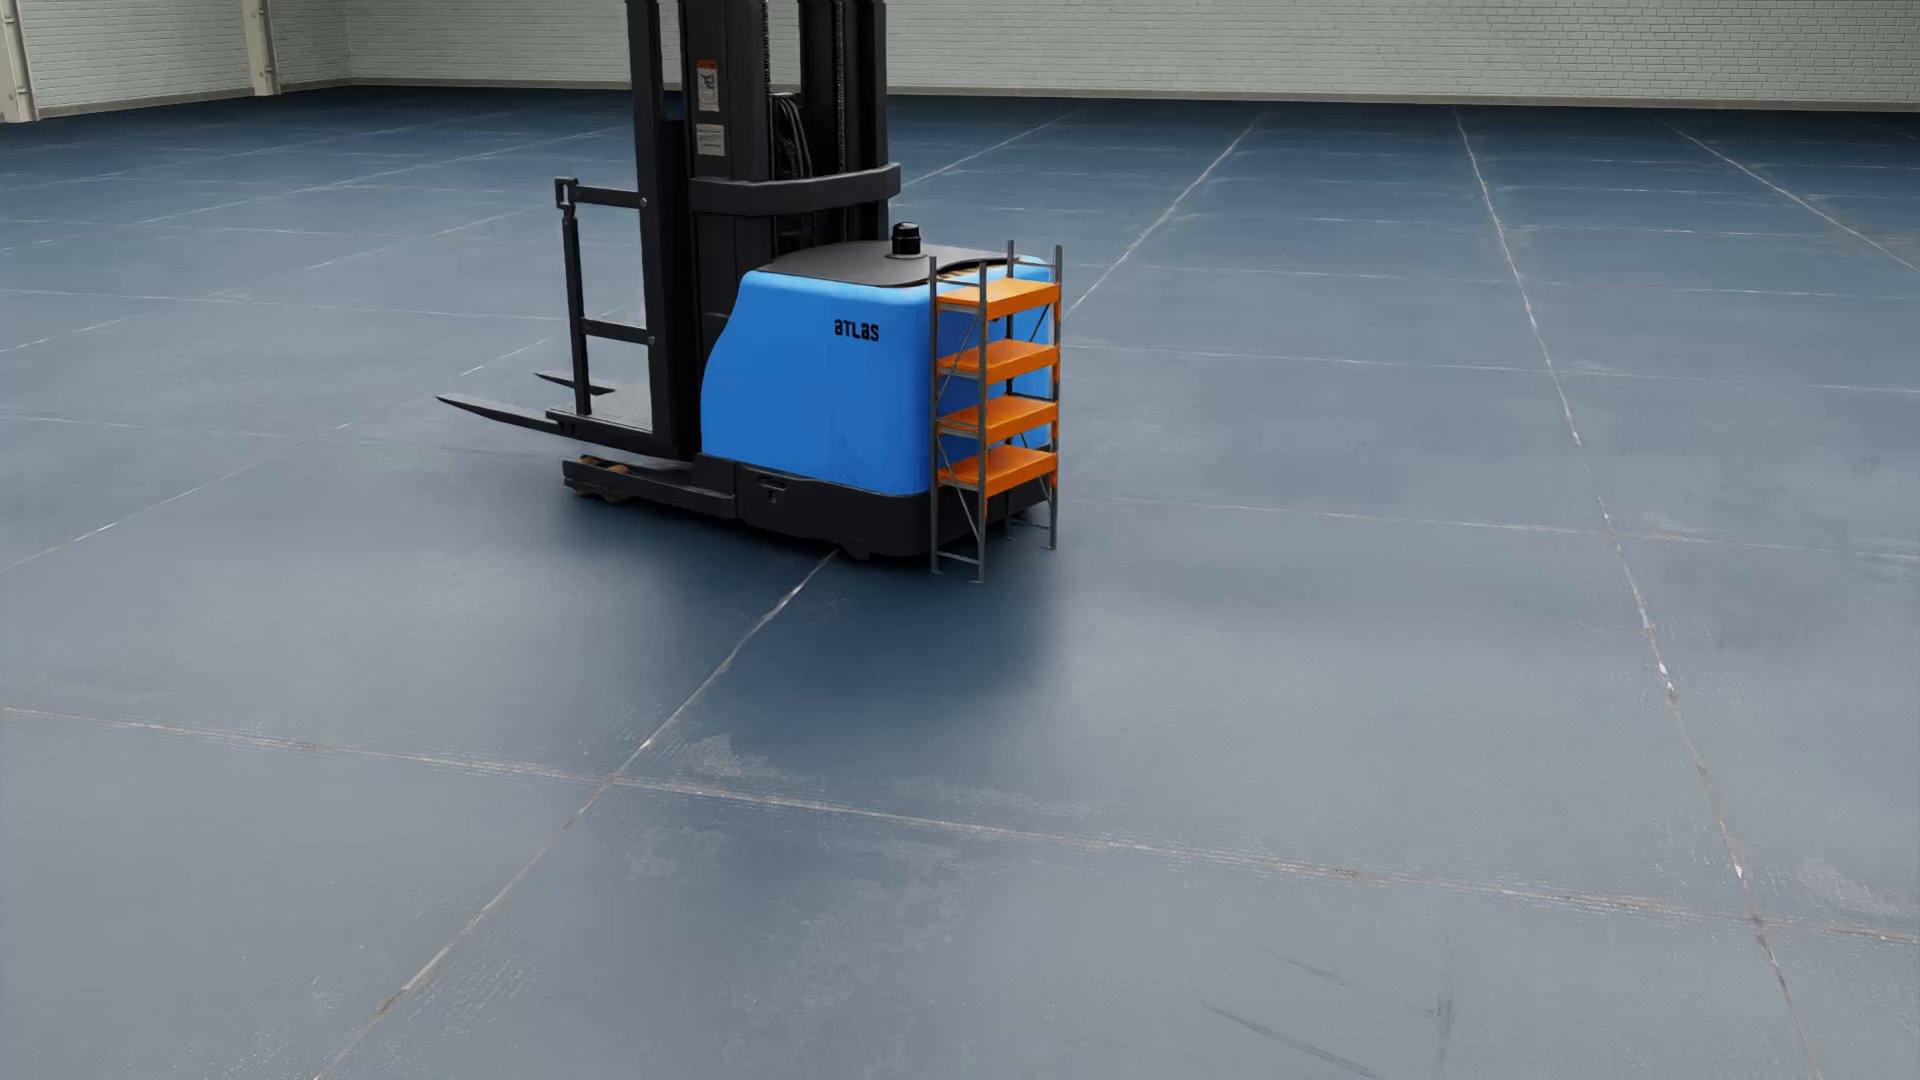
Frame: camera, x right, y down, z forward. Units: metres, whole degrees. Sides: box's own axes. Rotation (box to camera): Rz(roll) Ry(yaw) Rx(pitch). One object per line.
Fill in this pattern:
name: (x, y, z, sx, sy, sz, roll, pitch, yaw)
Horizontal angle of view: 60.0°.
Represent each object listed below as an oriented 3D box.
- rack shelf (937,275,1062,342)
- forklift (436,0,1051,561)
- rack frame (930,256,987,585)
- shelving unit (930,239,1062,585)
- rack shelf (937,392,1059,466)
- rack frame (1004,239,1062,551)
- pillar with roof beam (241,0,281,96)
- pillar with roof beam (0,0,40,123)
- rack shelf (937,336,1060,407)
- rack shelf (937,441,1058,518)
rack shelf: (0.136, -0.859, 6.130, 0.258, 0.148, 0.480, 13, 23, 34)
forklift: (-1.111, -1.665, 7.029, 3.031, 2.935, 1.130, 13, 23, 34)
rack frame: (-0.008, -0.423, 6.071, 0.240, 1.200, 0.015, 13, 23, 34)
shelving unit: (0.136, -0.487, 6.257, 0.258, 1.200, 0.503, 13, 23, 34)
rack shelf: (0.136, -0.423, 6.279, 0.258, 0.148, 0.480, 13, 23, 34)
rack frame: (0.280, -0.551, 6.443, 0.240, 1.200, 0.015, 13, 23, 34)
pillar with roof beam: (-8.712, -12.205, 28.498, 9.100, 9.000, 0.400, 5, 19, 13)
pillar with roof beam: (-10.178, -10.324, 22.992, 9.100, 9.000, 0.400, 5, 19, 13)
rack shelf: (0.136, -0.635, 6.206, 0.258, 0.148, 0.480, 13, 23, 34)
rack shelf: (0.136, -0.235, 6.343, 0.258, 0.148, 0.480, 13, 23, 34)
